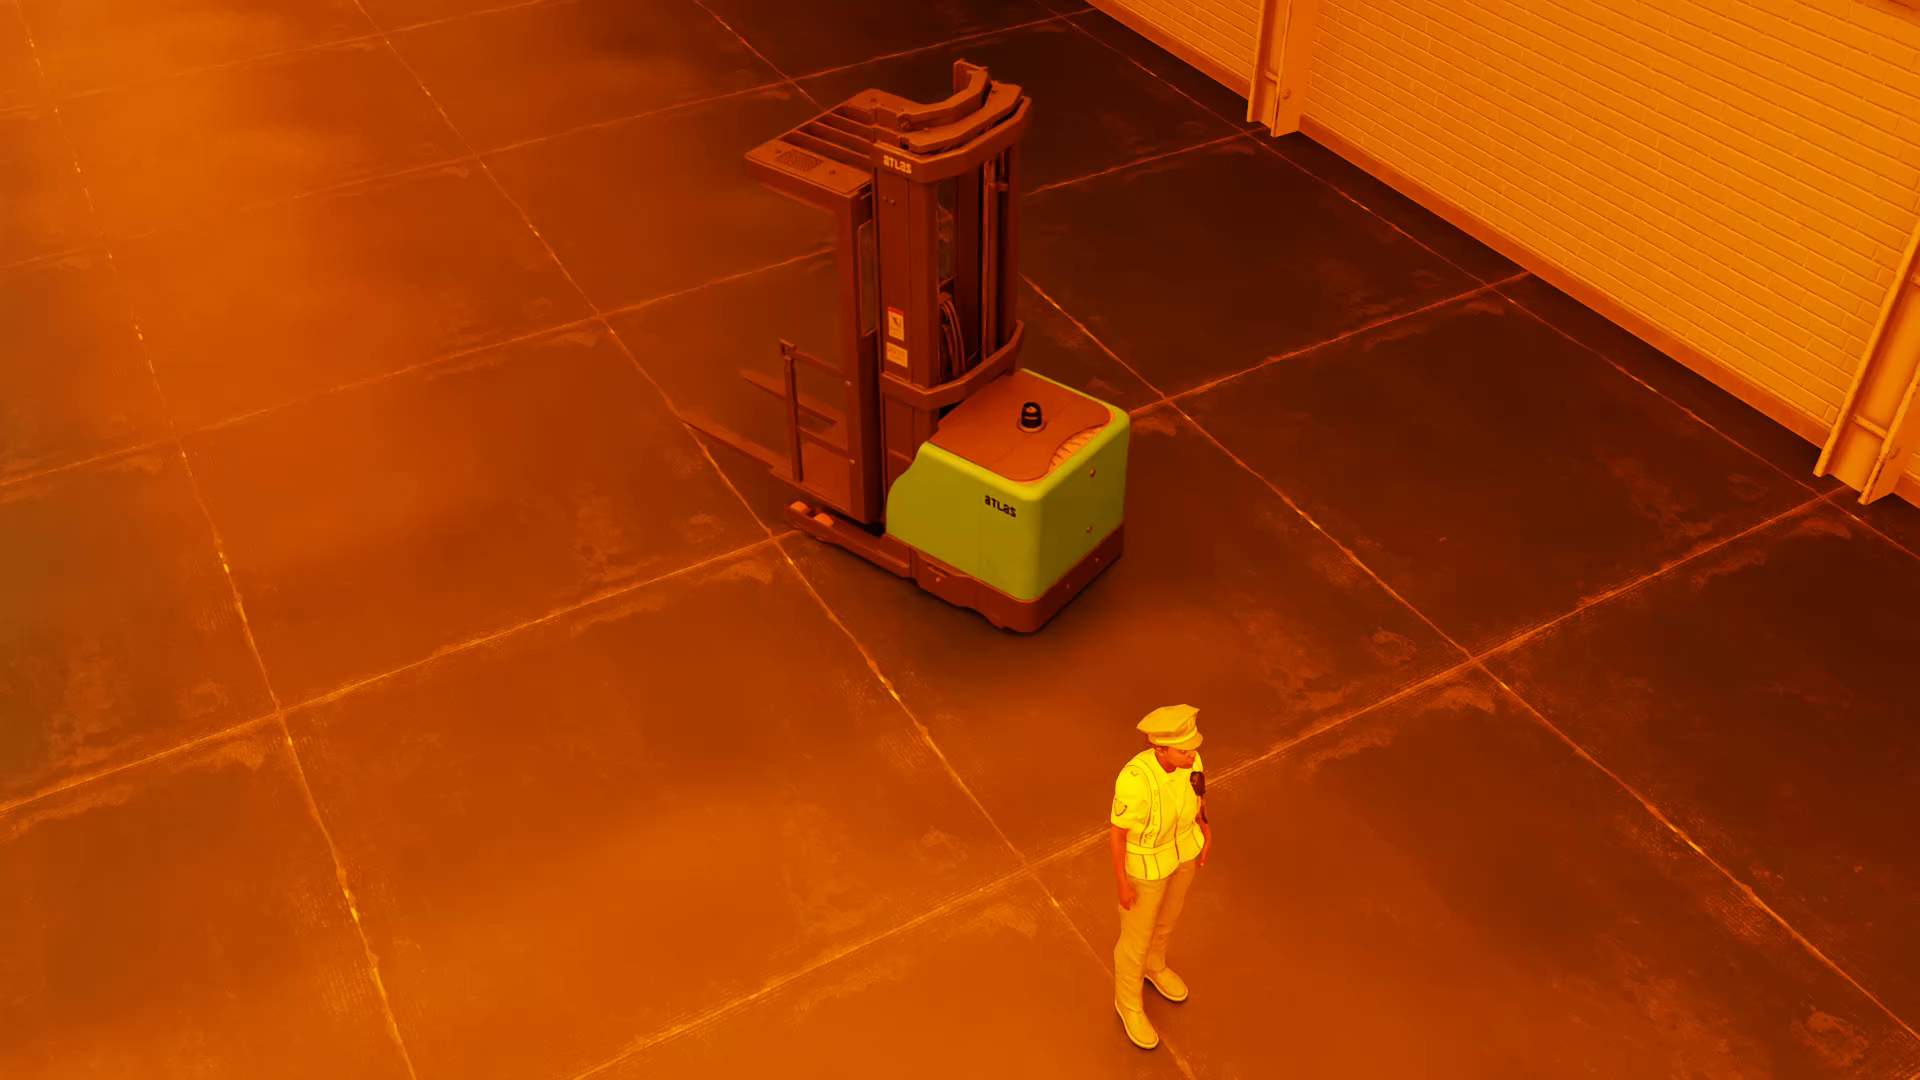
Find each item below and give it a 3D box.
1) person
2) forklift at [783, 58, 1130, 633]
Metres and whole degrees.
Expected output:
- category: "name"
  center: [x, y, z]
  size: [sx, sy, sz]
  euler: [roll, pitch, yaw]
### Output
- category: "person"
  center: [0.872, 1.370, 7.289]
  size: [0.511, 1.631, 0.393]
  euler: [-25, 46, -27]
- category: "forklift"
  center: [-0.481, -1.366, 9.683]
  size: [3.031, 2.935, 1.130]
  euler: [26, 46, 28]
